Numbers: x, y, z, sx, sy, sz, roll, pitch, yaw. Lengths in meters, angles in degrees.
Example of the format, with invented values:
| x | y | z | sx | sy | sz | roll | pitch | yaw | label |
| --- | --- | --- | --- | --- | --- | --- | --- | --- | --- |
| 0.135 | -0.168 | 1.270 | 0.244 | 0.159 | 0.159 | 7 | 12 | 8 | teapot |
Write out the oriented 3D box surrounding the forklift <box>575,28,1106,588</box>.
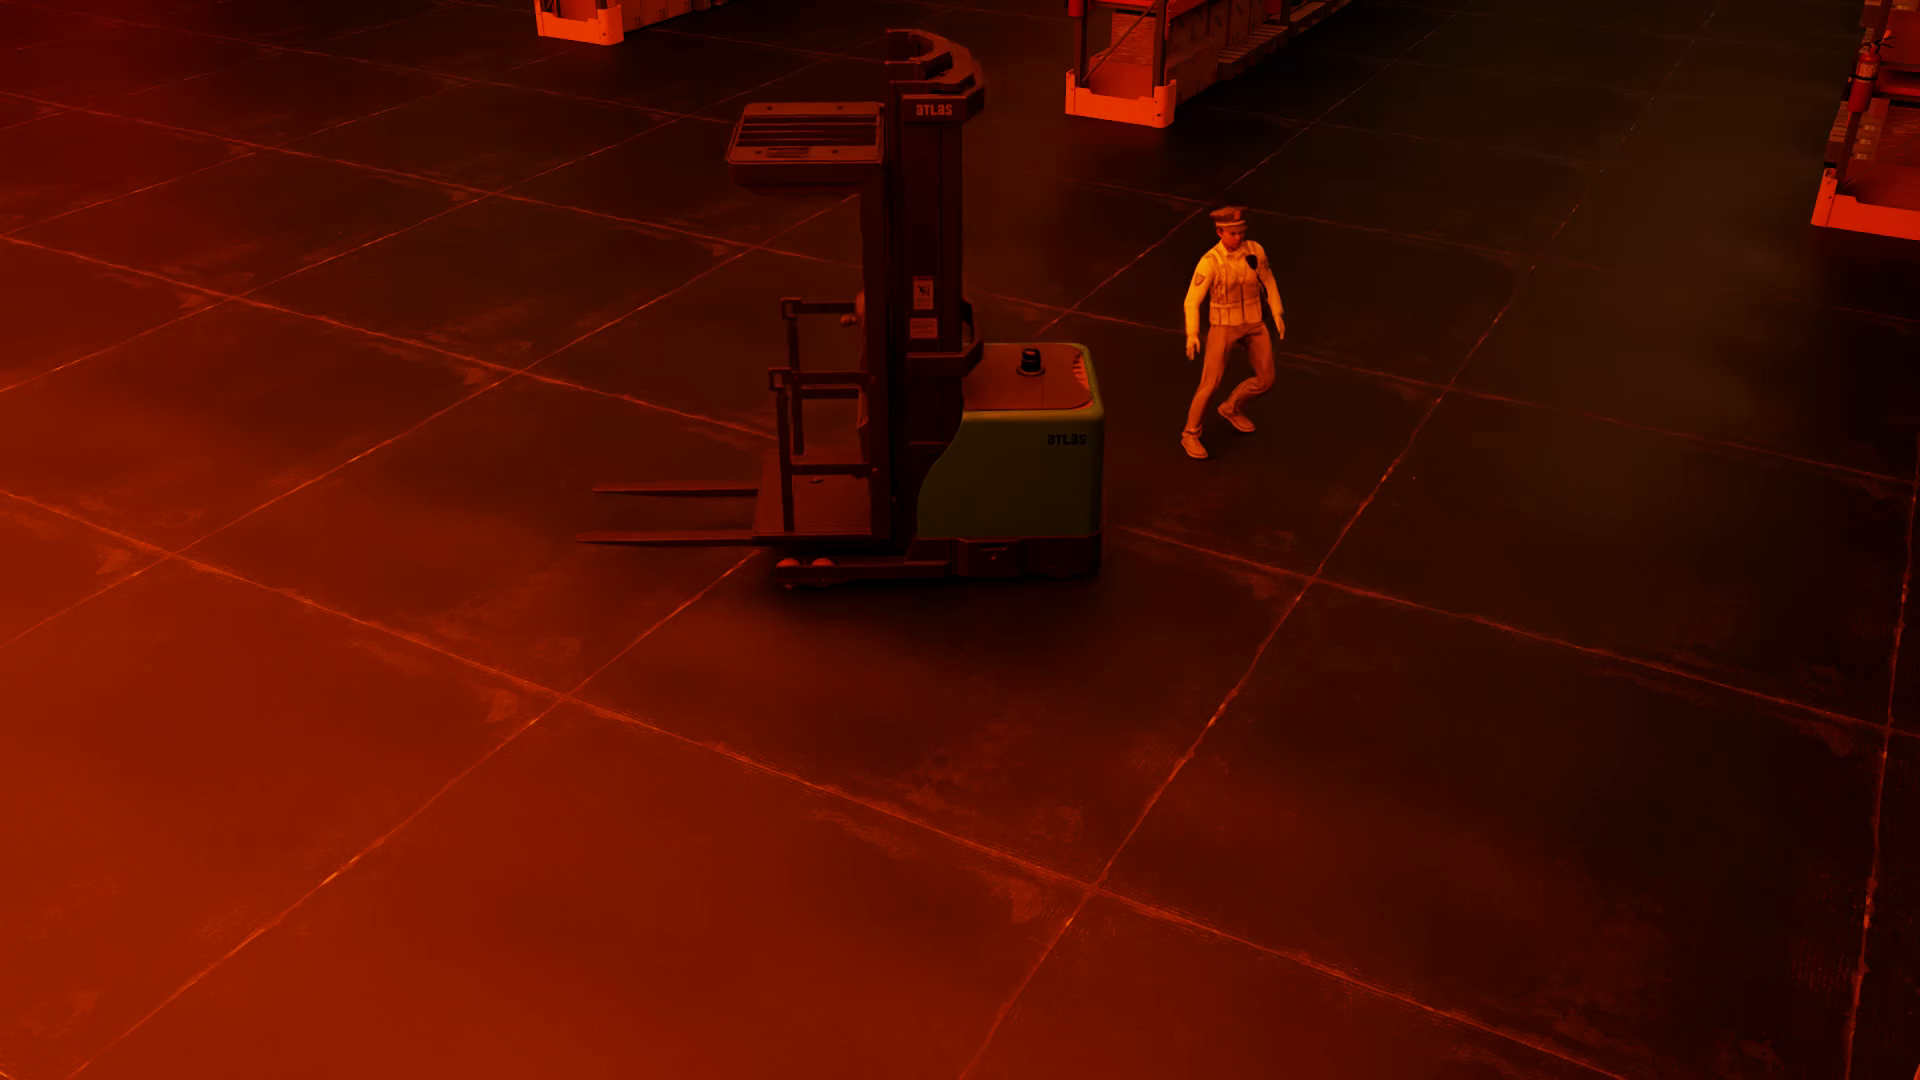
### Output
| x | y | z | sx | sy | sz | roll | pitch | yaw | label |
| --- | --- | --- | --- | --- | --- | --- | --- | --- | --- |
| -0.710 | -1.262 | 9.257 | 3.031 | 2.935 | 1.130 | -1 | 30 | -1 | forklift |

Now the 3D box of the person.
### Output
| x | y | z | sx | sy | sz | roll | pitch | yaw | label |
| --- | --- | --- | --- | --- | --- | --- | --- | --- | --- |
| 1.757 | -1.365 | 10.777 | 0.717 | 1.582 | 0.548 | -7 | 31 | -12 | person |
